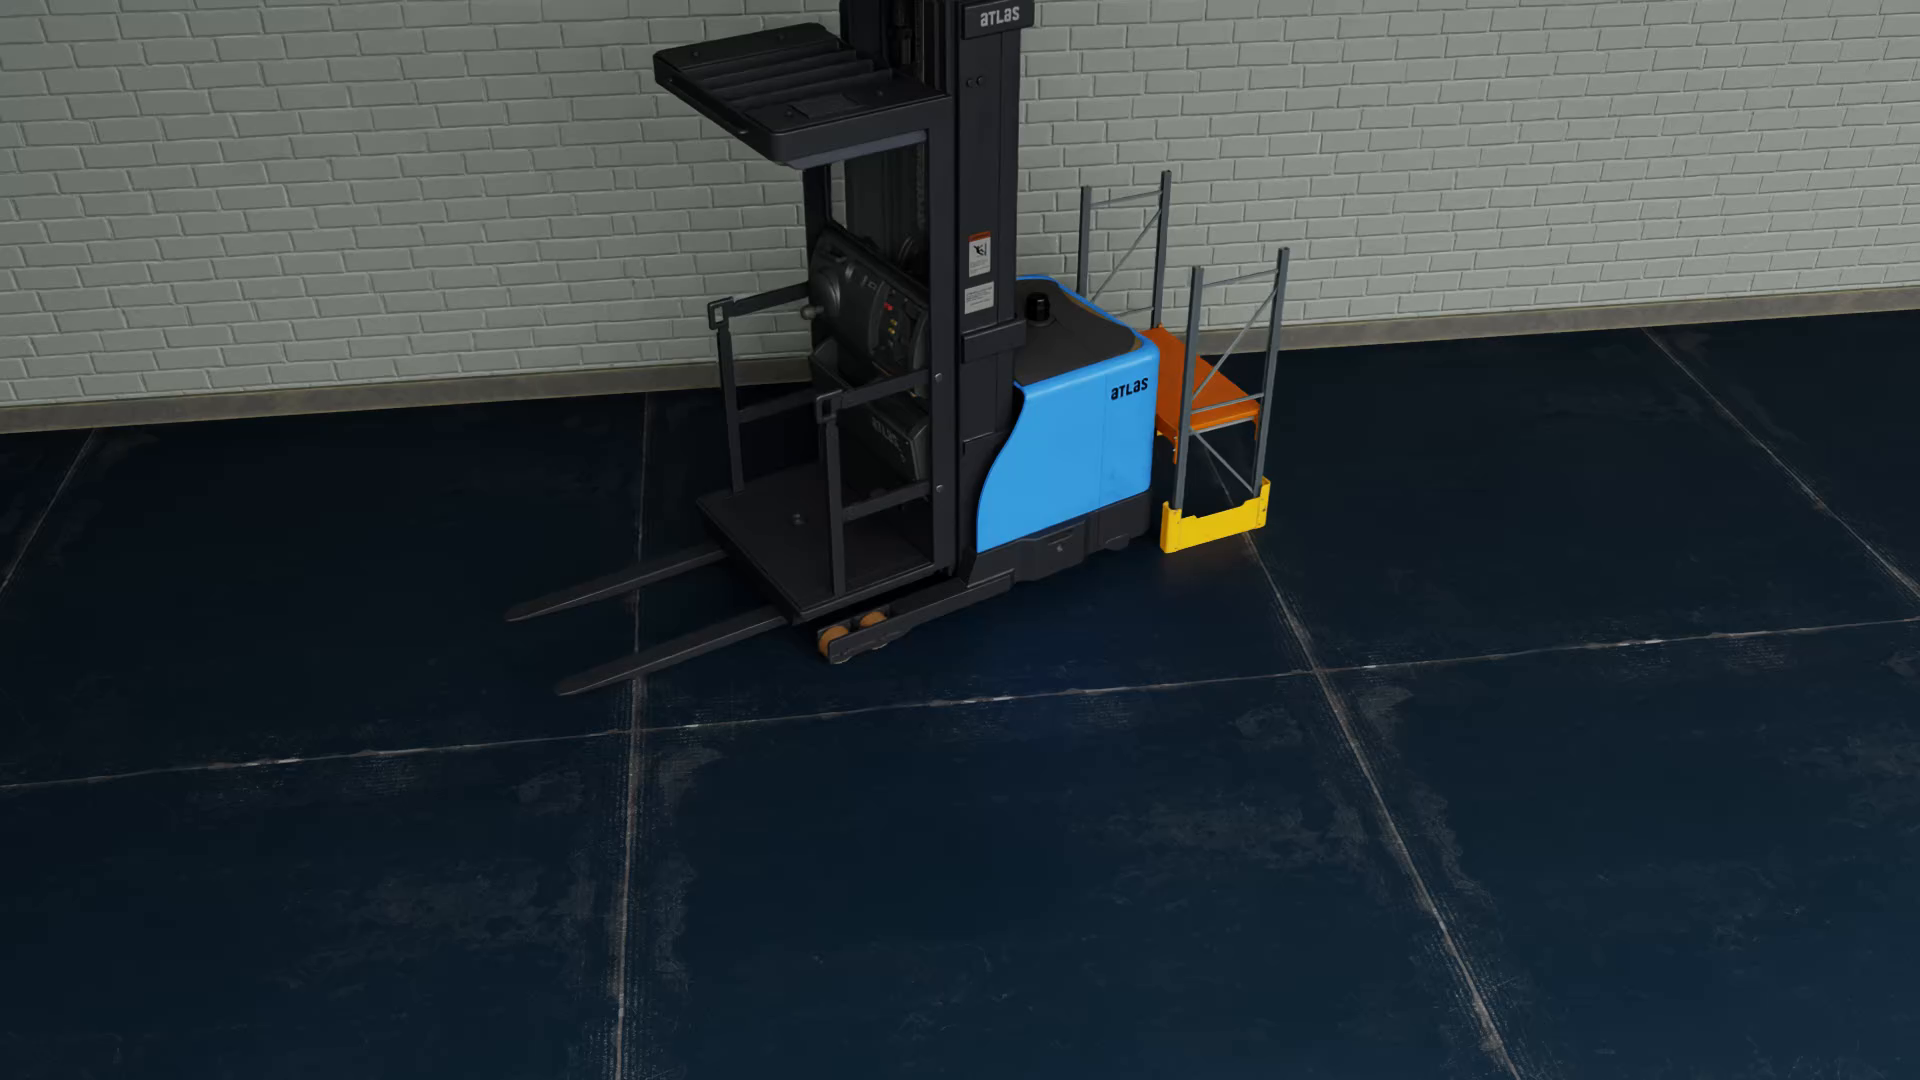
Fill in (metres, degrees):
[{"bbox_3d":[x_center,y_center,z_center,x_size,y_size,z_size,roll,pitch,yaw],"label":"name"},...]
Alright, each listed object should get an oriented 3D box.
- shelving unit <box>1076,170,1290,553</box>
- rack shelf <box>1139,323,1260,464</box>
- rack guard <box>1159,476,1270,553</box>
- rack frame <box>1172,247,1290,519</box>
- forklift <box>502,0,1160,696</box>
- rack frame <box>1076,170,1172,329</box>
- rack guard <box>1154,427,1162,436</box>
[{"bbox_3d":[1.046,-0.897,8.234,0.587,1.500,1.083,-15,37,-21],"label":"shelving unit"},{"bbox_3d":[1.042,-0.753,8.342,0.538,0.185,1.000,-15,37,-21],"label":"rack shelf"},{"bbox_3d":[1.260,-0.127,8.215,0.587,0.250,0.087,-15,37,-21],"label":"rack guard"},{"bbox_3d":[1.260,-0.643,7.862,0.500,1.500,0.032,-15,37,-21],"label":"rack frame"},{"bbox_3d":[-0.577,-0.999,7.113,3.031,2.935,1.130,-20,39,-26],"label":"forklift"},{"bbox_3d":[0.823,-1.160,8.620,0.500,1.500,0.032,-15,37,-21],"label":"rack frame"},{"bbox_3d":[0.831,-0.633,8.958,0.587,0.250,0.087,-15,37,-21],"label":"rack guard"}]
